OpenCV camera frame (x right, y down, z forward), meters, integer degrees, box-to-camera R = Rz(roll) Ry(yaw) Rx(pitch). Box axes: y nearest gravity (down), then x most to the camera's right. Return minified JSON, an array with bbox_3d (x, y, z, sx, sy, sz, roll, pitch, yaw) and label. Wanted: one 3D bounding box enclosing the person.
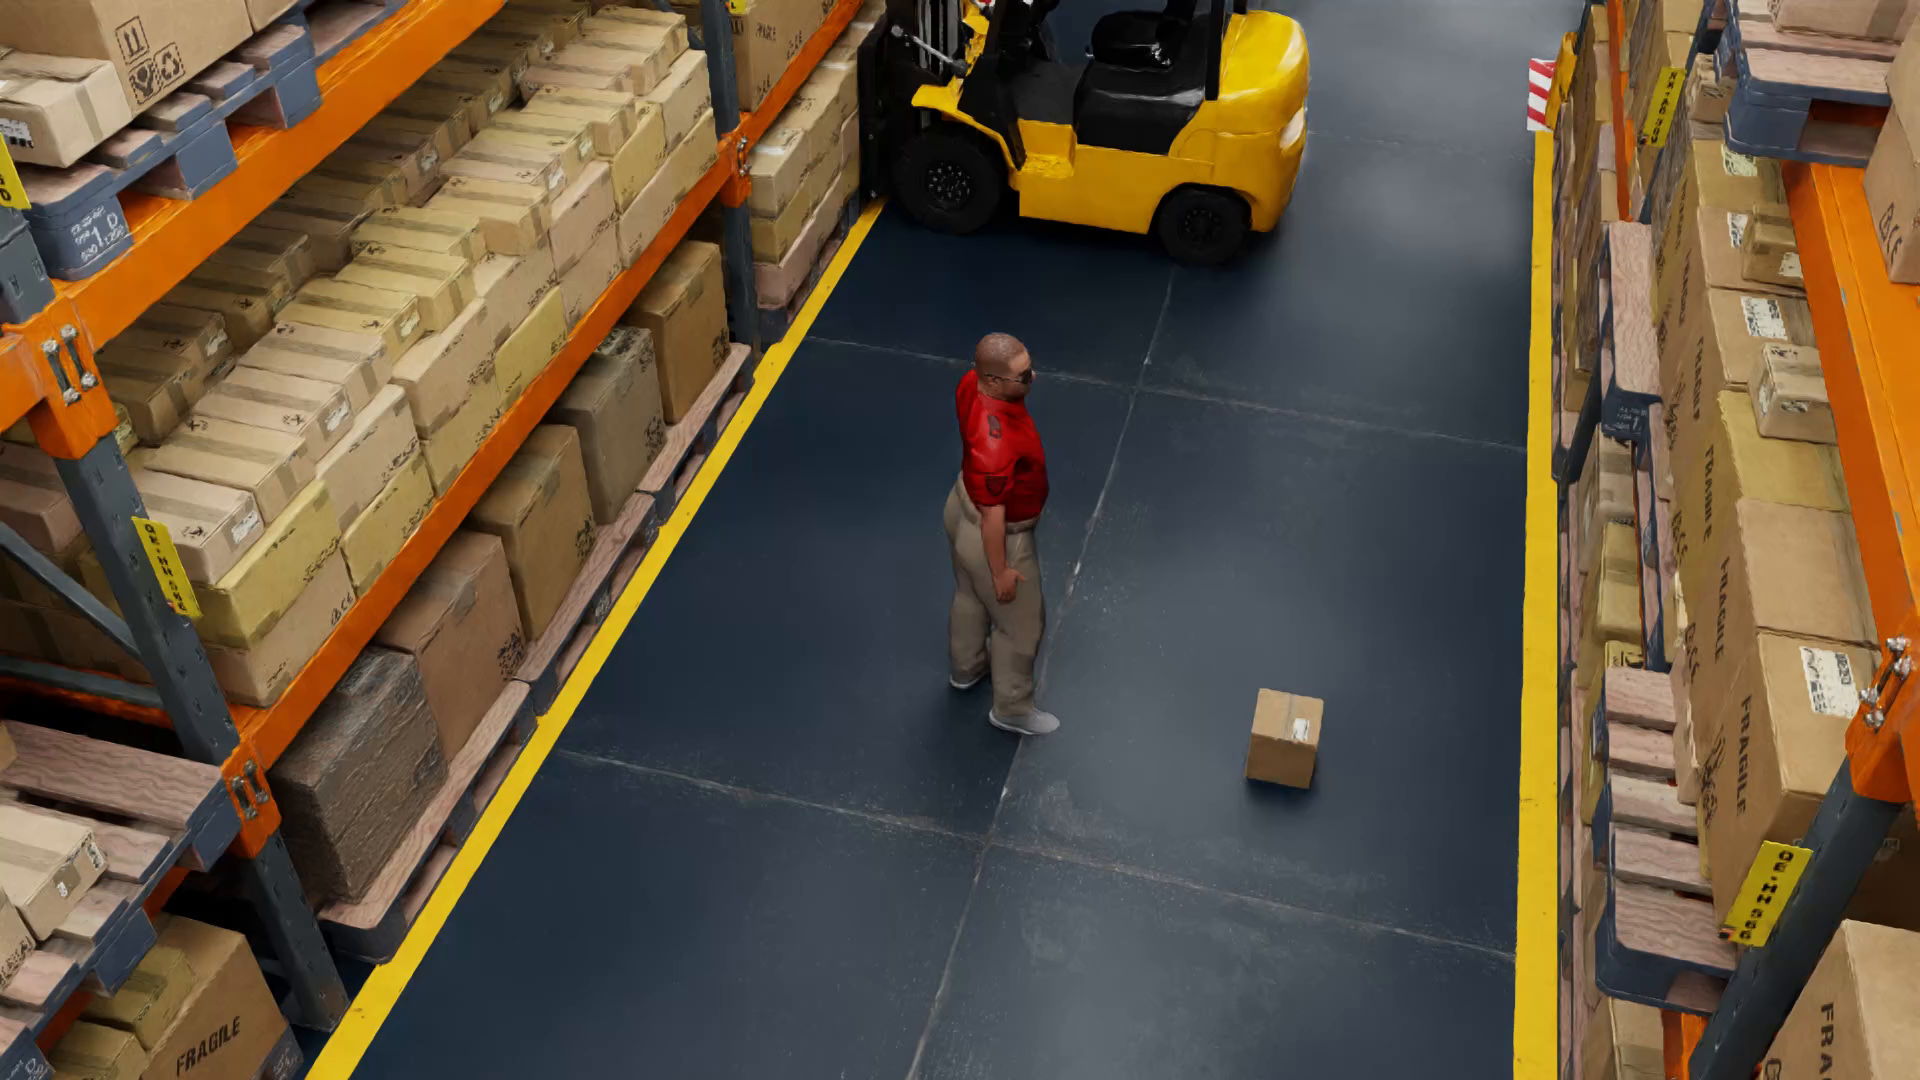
[{"bbox_3d":[0.156,-0.034,6.248,0.419,1.798,0.606,-10,42,-11],"label":"person"}]
